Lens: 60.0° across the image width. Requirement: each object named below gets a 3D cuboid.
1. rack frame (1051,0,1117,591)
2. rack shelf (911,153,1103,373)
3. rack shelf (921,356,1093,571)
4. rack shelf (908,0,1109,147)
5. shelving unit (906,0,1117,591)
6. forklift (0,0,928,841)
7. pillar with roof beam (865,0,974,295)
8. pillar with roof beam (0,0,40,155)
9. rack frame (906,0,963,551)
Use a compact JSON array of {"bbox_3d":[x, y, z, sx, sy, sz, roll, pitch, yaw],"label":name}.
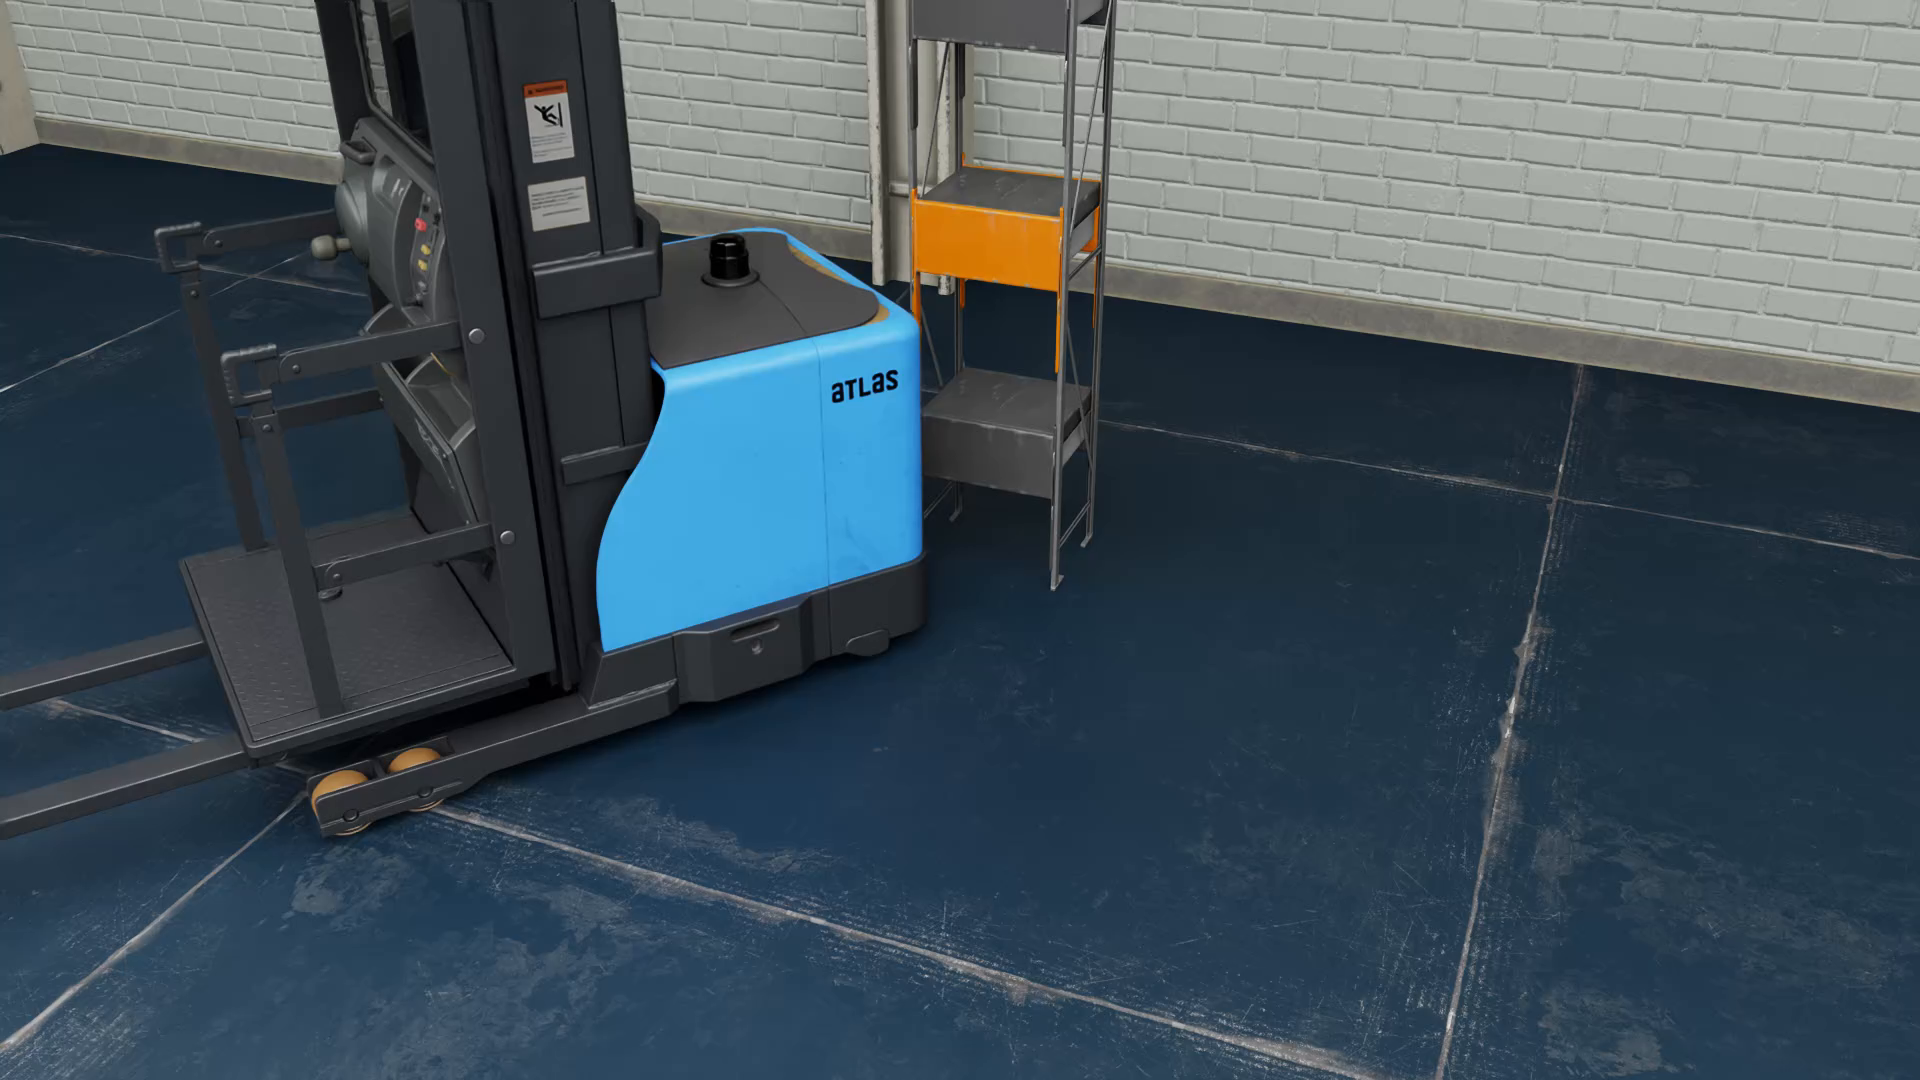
[{"bbox_3d":[0.379,-0.838,5.099,0.015,2.100,0.400,11,31,19],"label":"rack frame"},{"bbox_3d":[0.153,-0.872,5.186,0.480,0.518,0.431,11,31,19],"label":"rack shelf"},{"bbox_3d":[0.153,-0.262,5.530,0.480,0.518,0.431,11,31,19],"label":"rack shelf"},{"bbox_3d":[0.153,-1.481,4.841,0.480,0.518,0.431,11,31,19],"label":"rack shelf"},{"bbox_3d":[0.153,-0.883,5.179,0.503,2.100,0.431,11,31,19],"label":"shelving unit"},{"bbox_3d":[-1.629,-0.797,4.182,3.031,2.935,1.130,-16,33,-27],"label":"forklift"},{"bbox_3d":[-1.795,-3.204,2.274,0.400,9.000,9.100,11,31,19],"label":"pillar with roof beam"},{"bbox_3d":[-7.355,-4.314,4.238,0.400,9.000,9.100,11,31,19],"label":"pillar with roof beam"},{"bbox_3d":[-0.073,-0.929,5.259,0.015,2.100,0.400,11,31,19],"label":"rack frame"}]
